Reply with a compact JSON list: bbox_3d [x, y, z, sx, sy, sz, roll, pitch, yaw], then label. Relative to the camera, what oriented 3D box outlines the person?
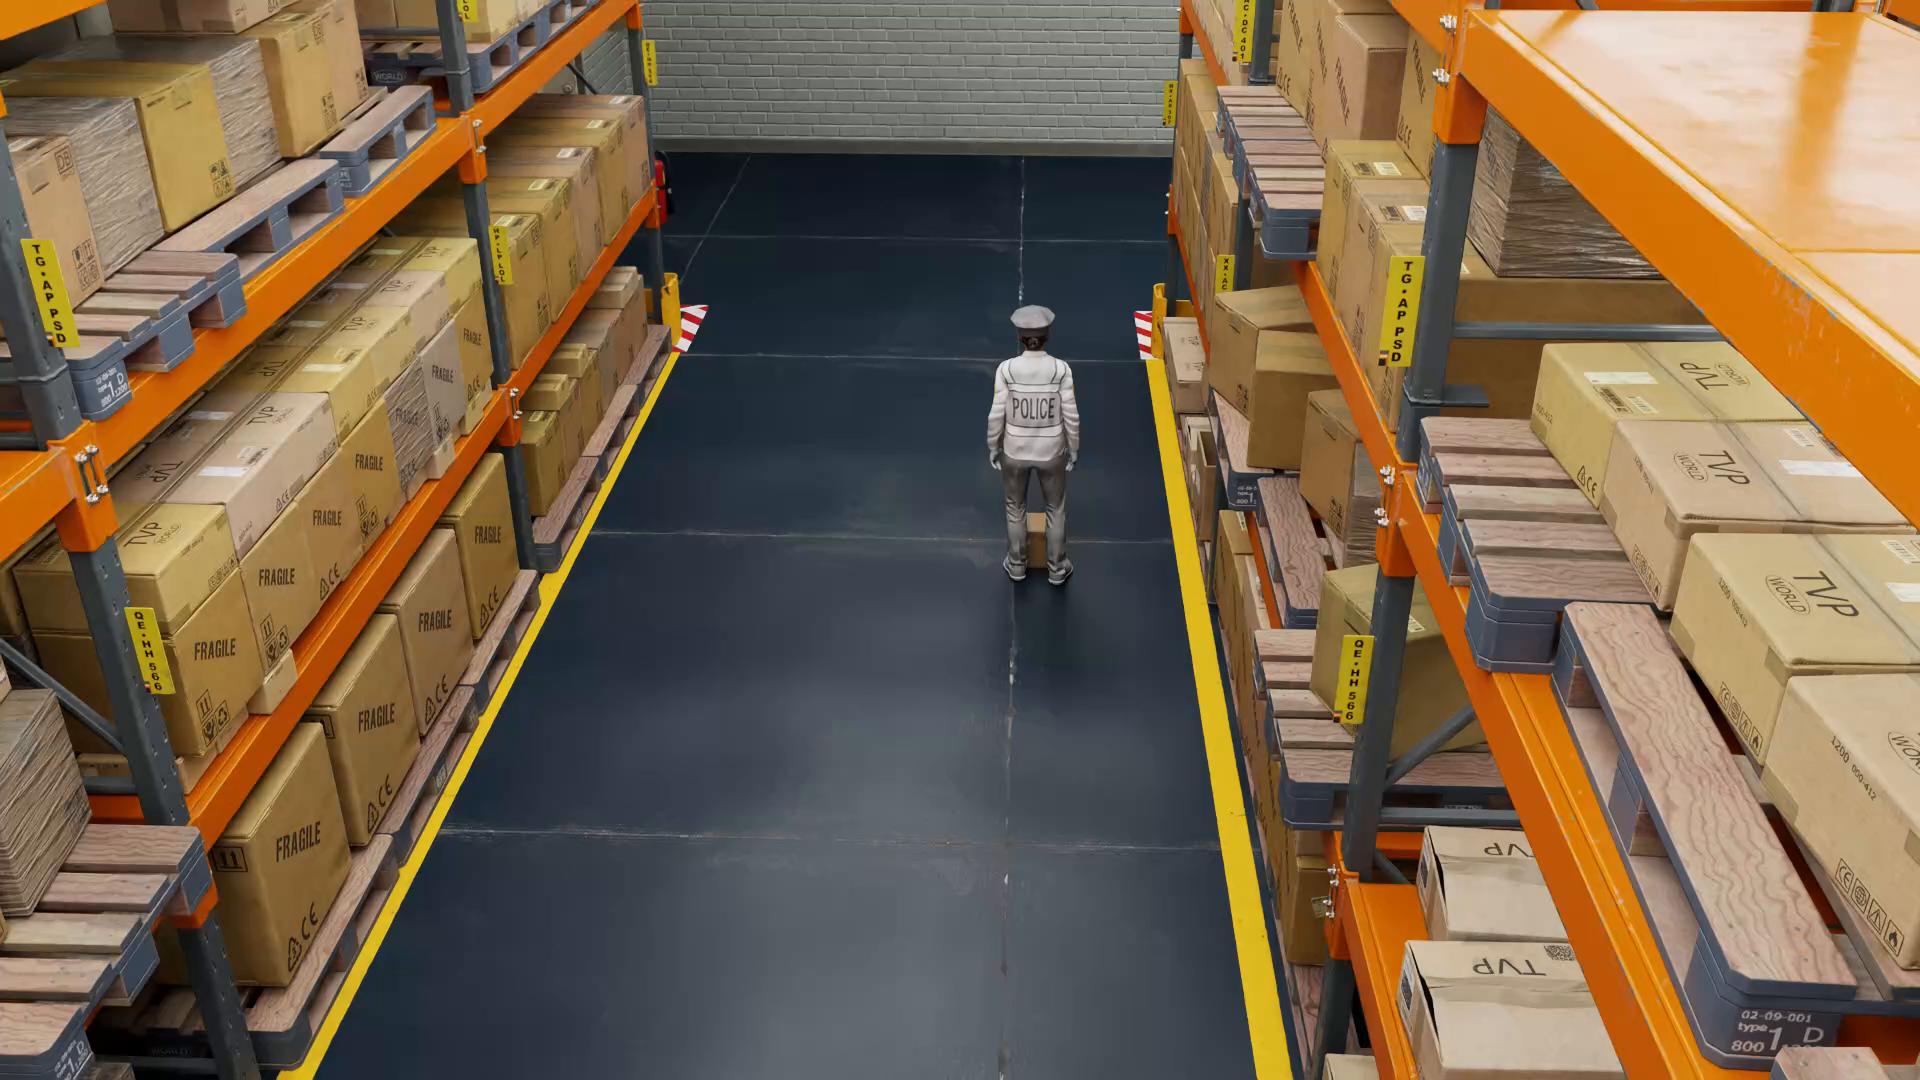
[{"bbox_3d":[0.423,-0.515,9.581,0.530,1.663,0.404,1,28,2],"label":"person"}]
